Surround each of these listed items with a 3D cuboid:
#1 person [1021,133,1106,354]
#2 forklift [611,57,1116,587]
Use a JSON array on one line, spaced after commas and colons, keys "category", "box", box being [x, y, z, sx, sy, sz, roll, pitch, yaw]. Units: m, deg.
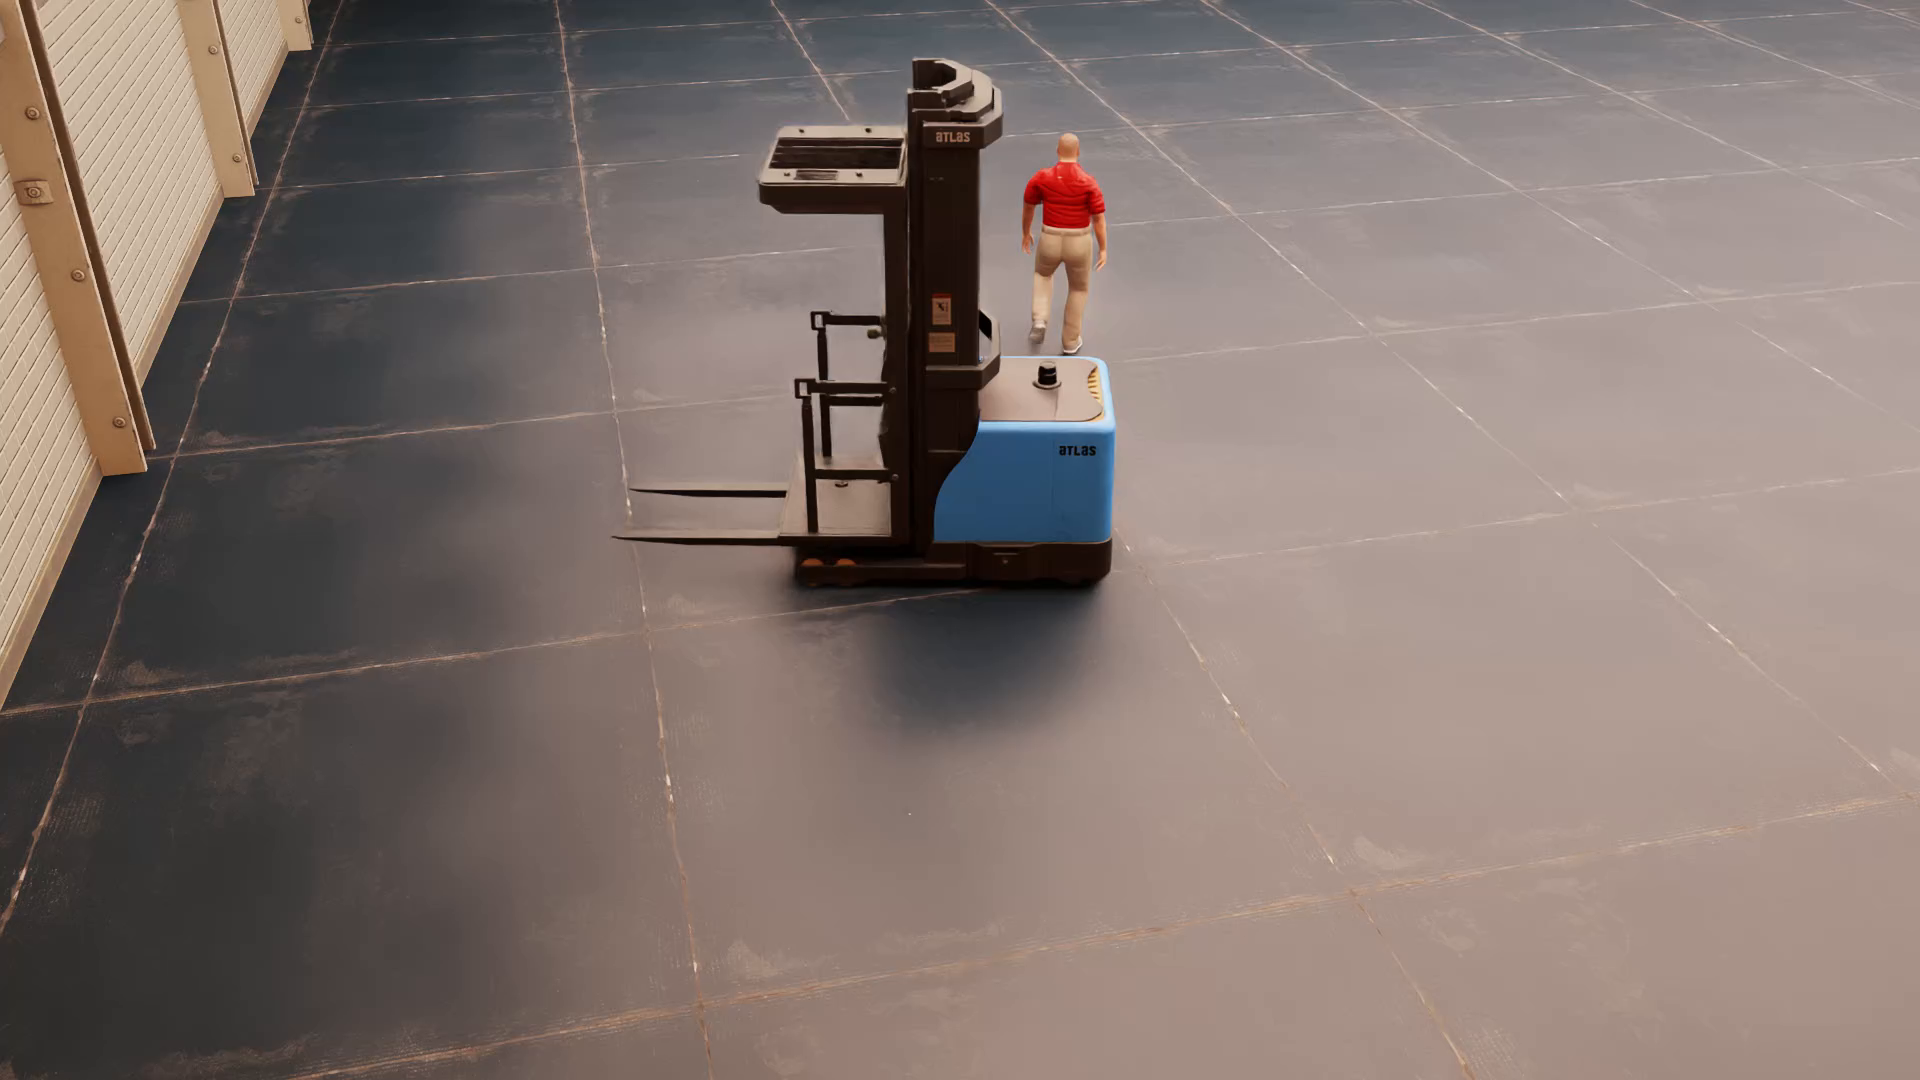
[{"category": "person", "box": [0.804, -2.282, 12.740, 0.682, 1.709, 0.465, 7, 31, 12]}, {"category": "forklift", "box": [-0.599, -1.252, 9.737, 3.031, 2.935, 1.130, 0, 30, 1]}]
